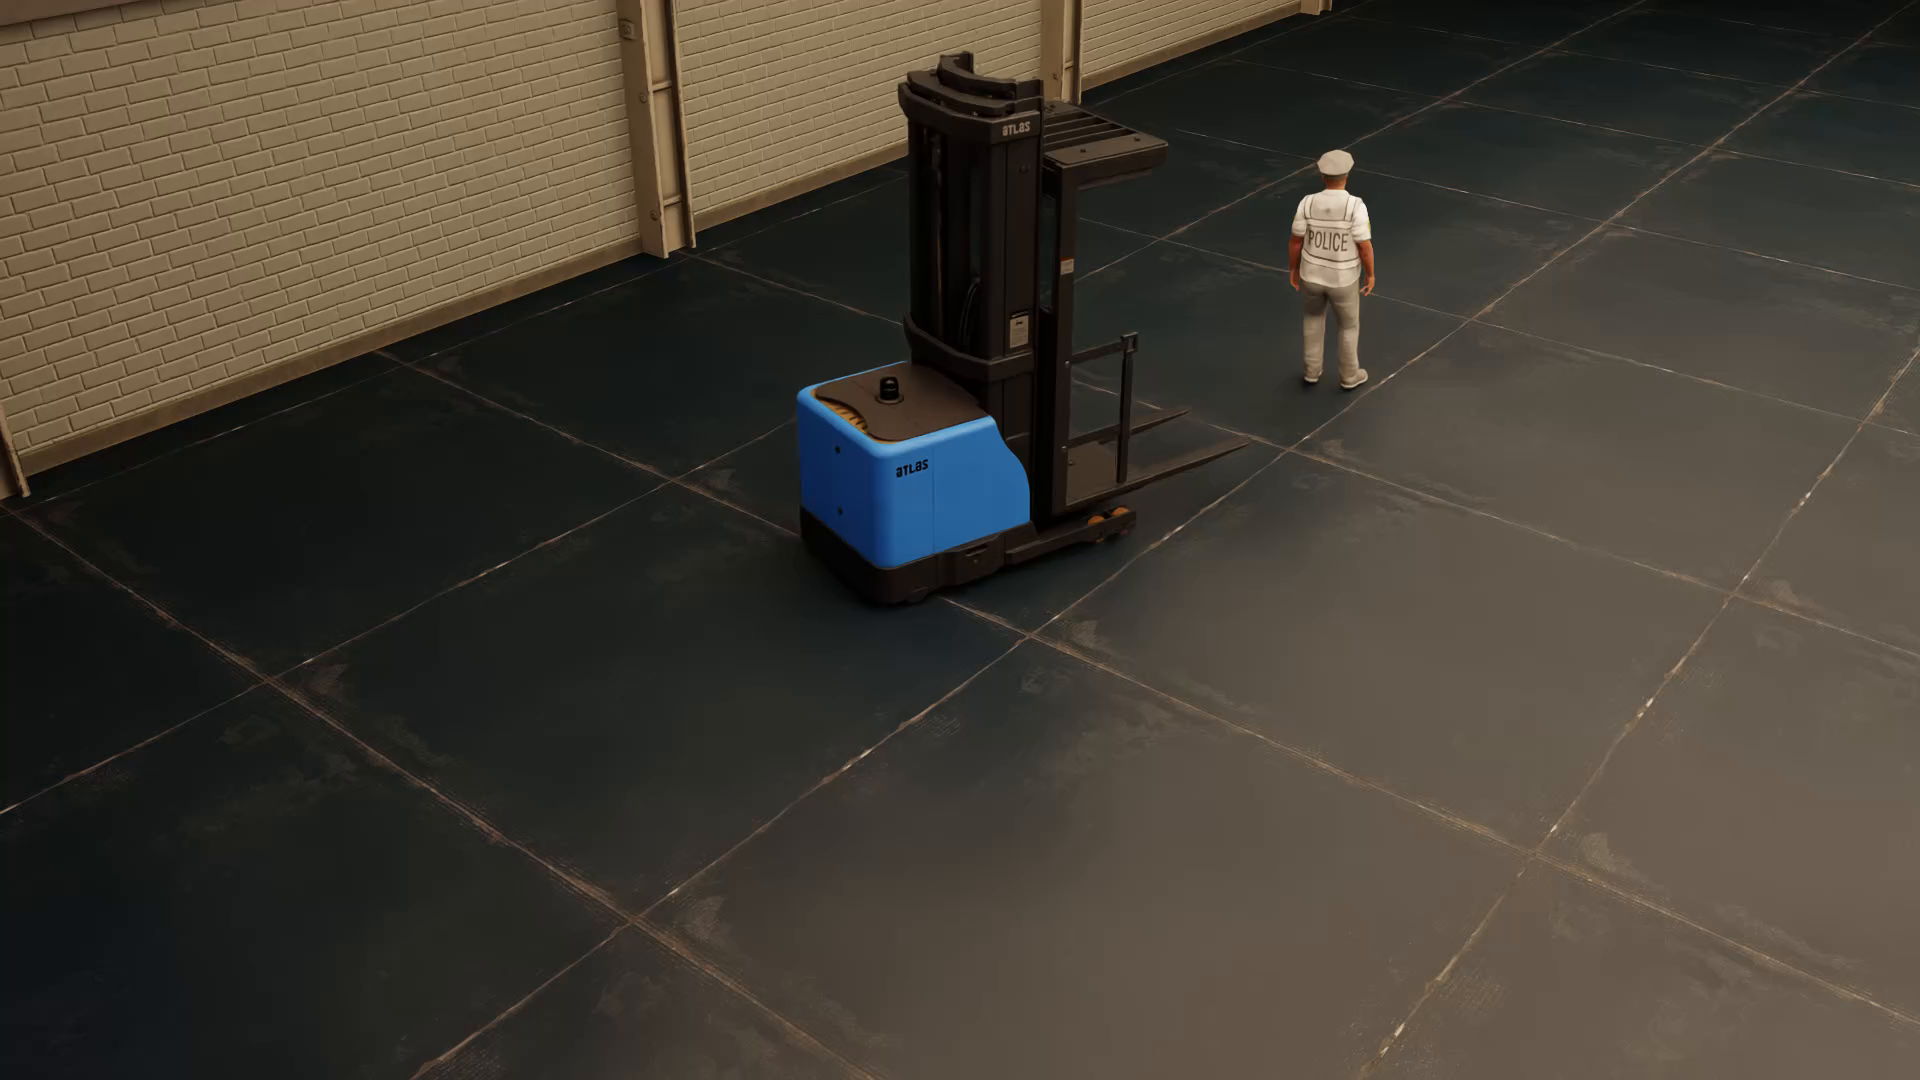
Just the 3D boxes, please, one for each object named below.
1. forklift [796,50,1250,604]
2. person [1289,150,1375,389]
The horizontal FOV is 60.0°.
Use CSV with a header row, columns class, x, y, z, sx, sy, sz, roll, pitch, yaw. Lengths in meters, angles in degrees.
class,x,y,z,sx,sy,sz,roll,pitch,yaw
forklift,0.514,-1.451,10.079,3.031,2.935,1.130,-19,35,-29
person,2.714,-1.959,12.079,0.628,1.783,0.551,15,33,24
